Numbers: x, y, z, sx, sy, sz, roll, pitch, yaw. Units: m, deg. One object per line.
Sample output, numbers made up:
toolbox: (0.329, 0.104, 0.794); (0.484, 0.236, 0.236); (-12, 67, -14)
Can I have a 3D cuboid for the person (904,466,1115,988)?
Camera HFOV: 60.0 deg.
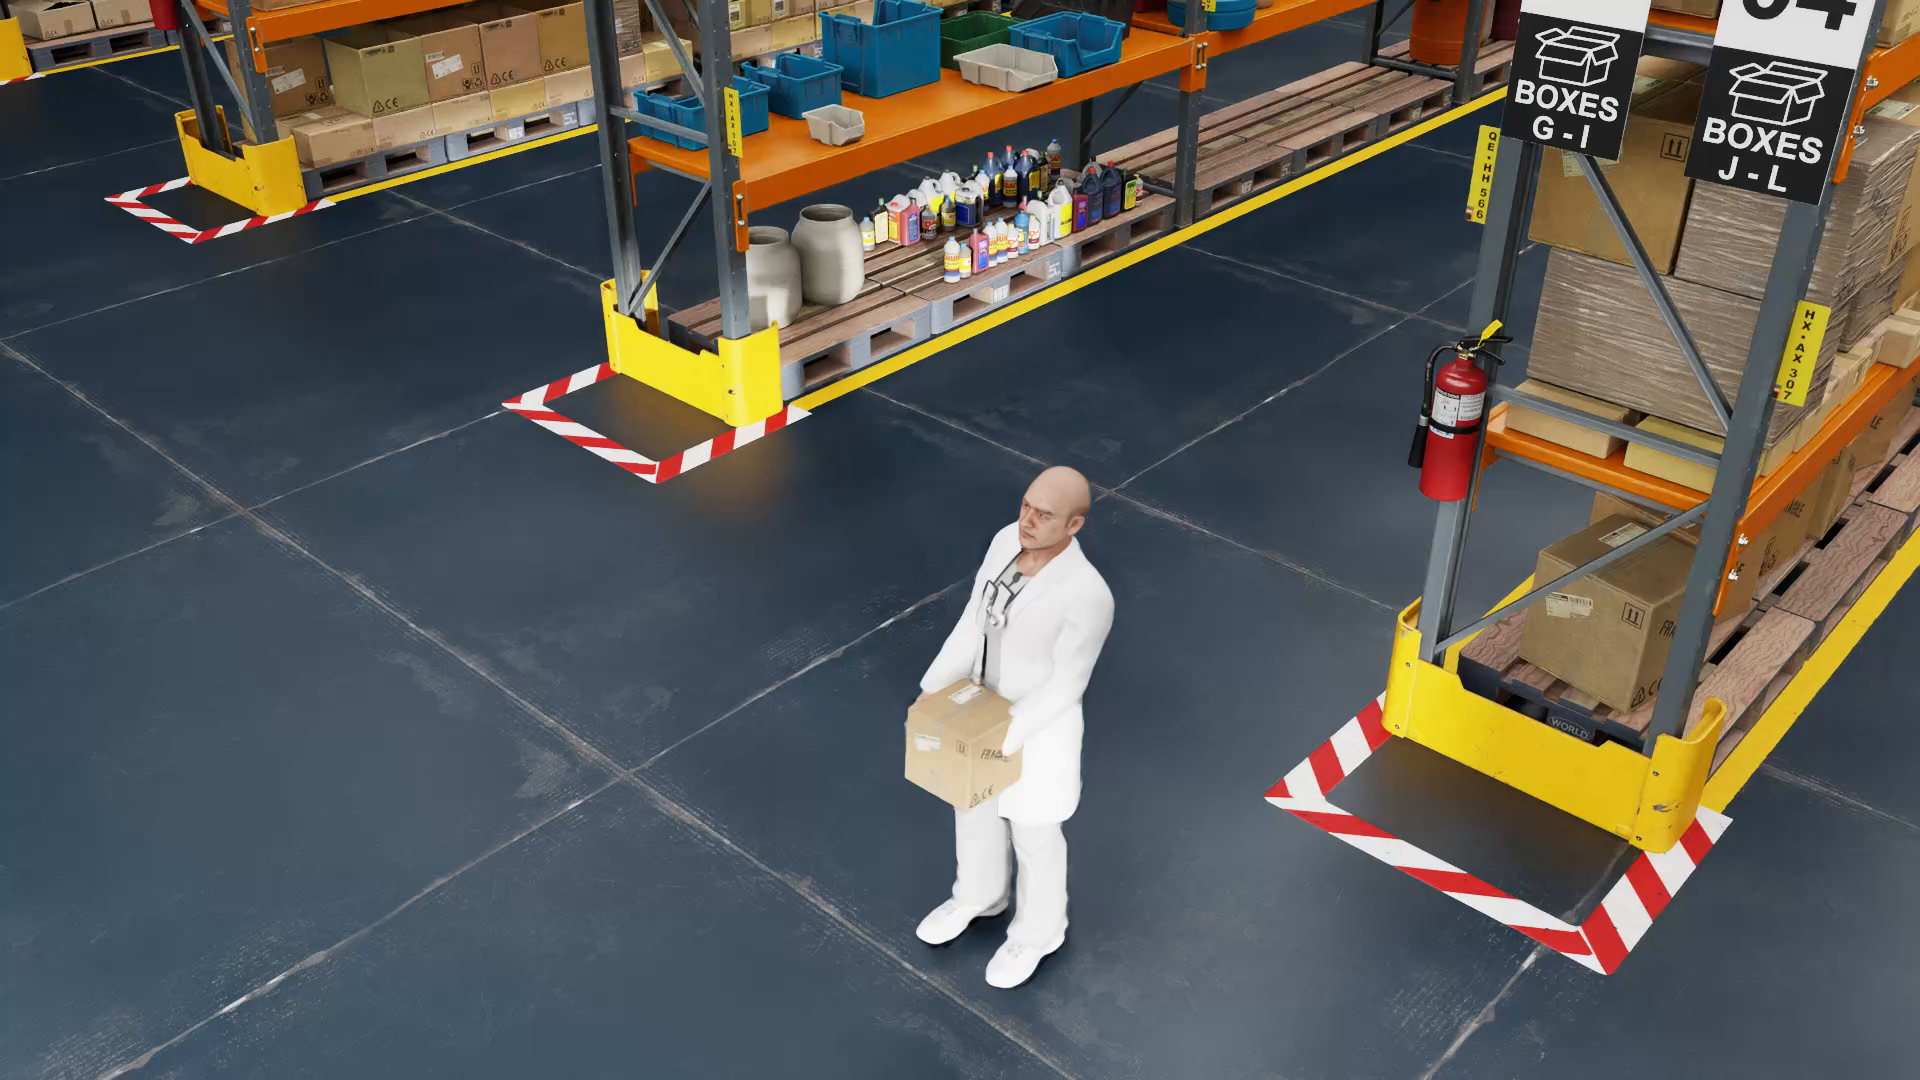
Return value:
person: (0.132, 0.602, 5.139); (0.544, 1.779, 0.545); (-18, 35, -28)
